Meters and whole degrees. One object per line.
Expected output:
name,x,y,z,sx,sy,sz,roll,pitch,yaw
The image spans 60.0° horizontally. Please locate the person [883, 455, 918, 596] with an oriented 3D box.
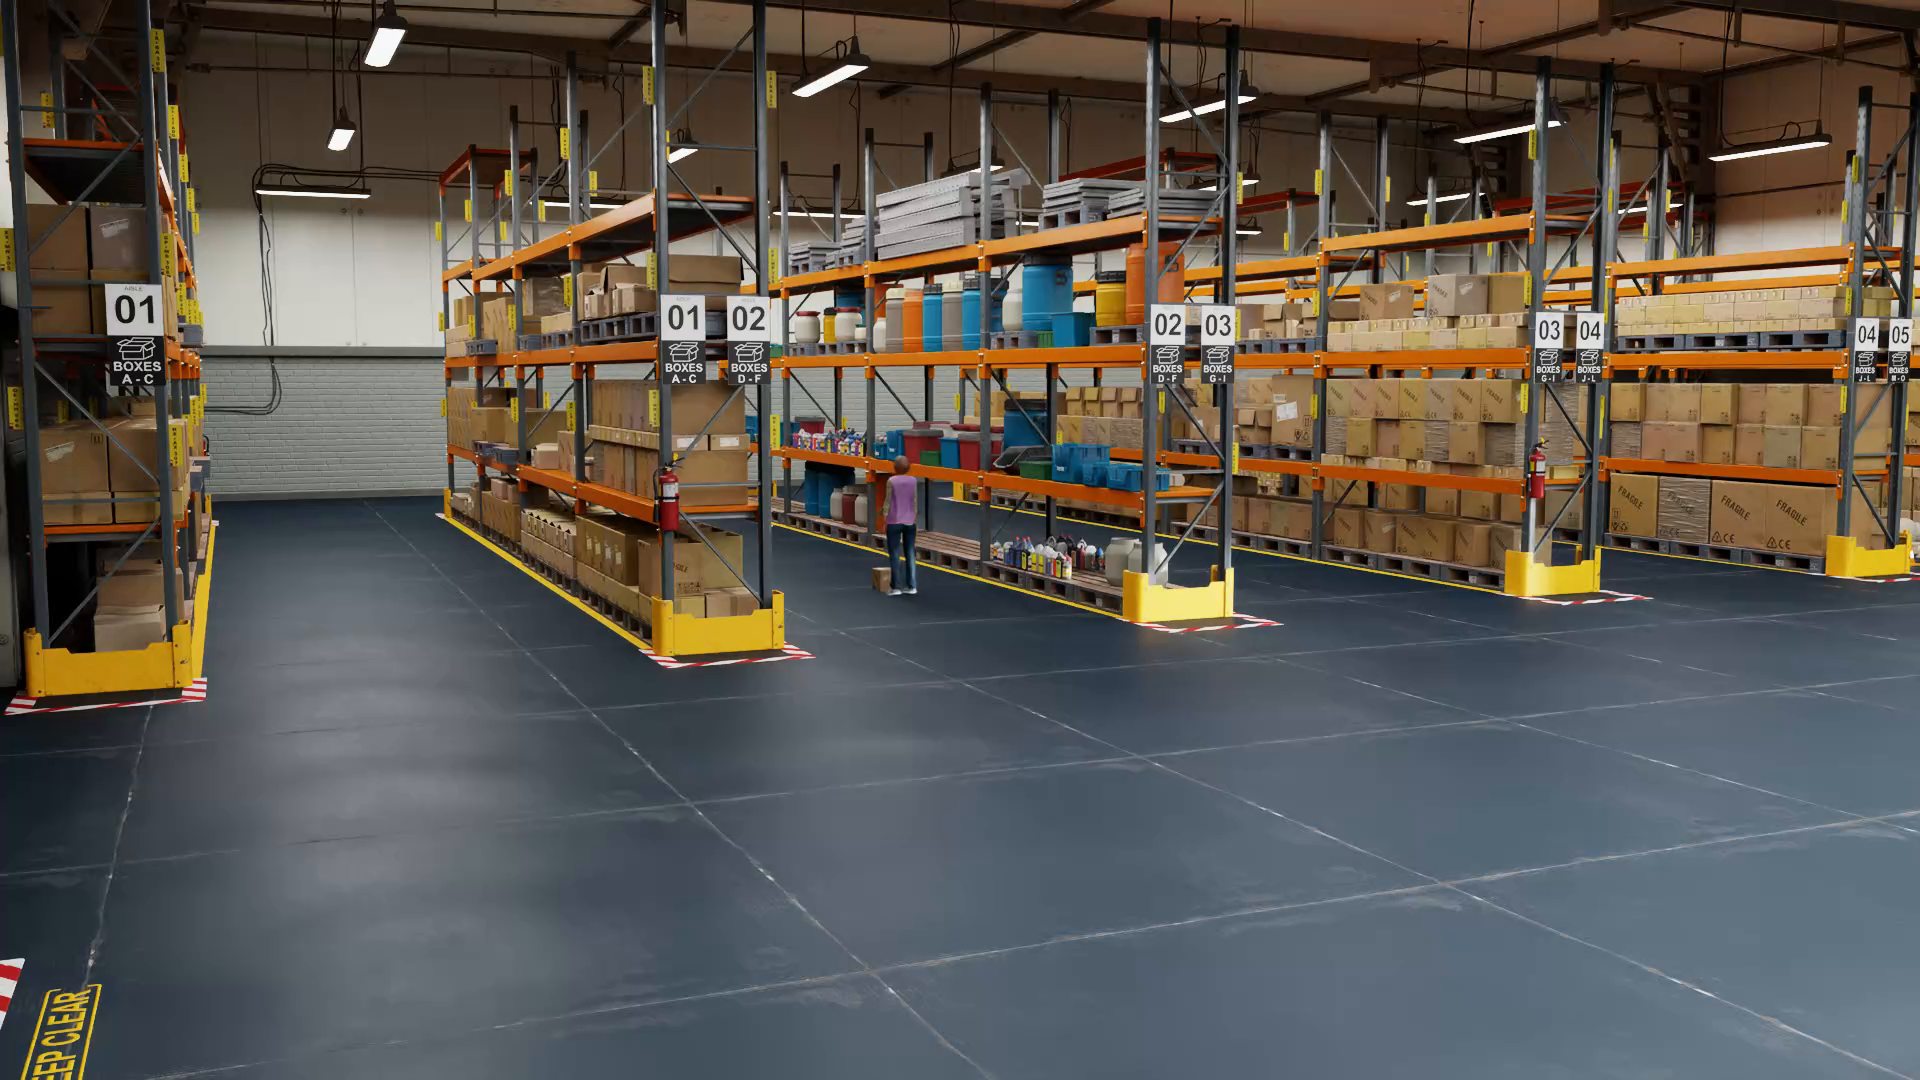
person,-0.680,-0.160,18.914,0.409,1.613,0.313,-2,6,-22
